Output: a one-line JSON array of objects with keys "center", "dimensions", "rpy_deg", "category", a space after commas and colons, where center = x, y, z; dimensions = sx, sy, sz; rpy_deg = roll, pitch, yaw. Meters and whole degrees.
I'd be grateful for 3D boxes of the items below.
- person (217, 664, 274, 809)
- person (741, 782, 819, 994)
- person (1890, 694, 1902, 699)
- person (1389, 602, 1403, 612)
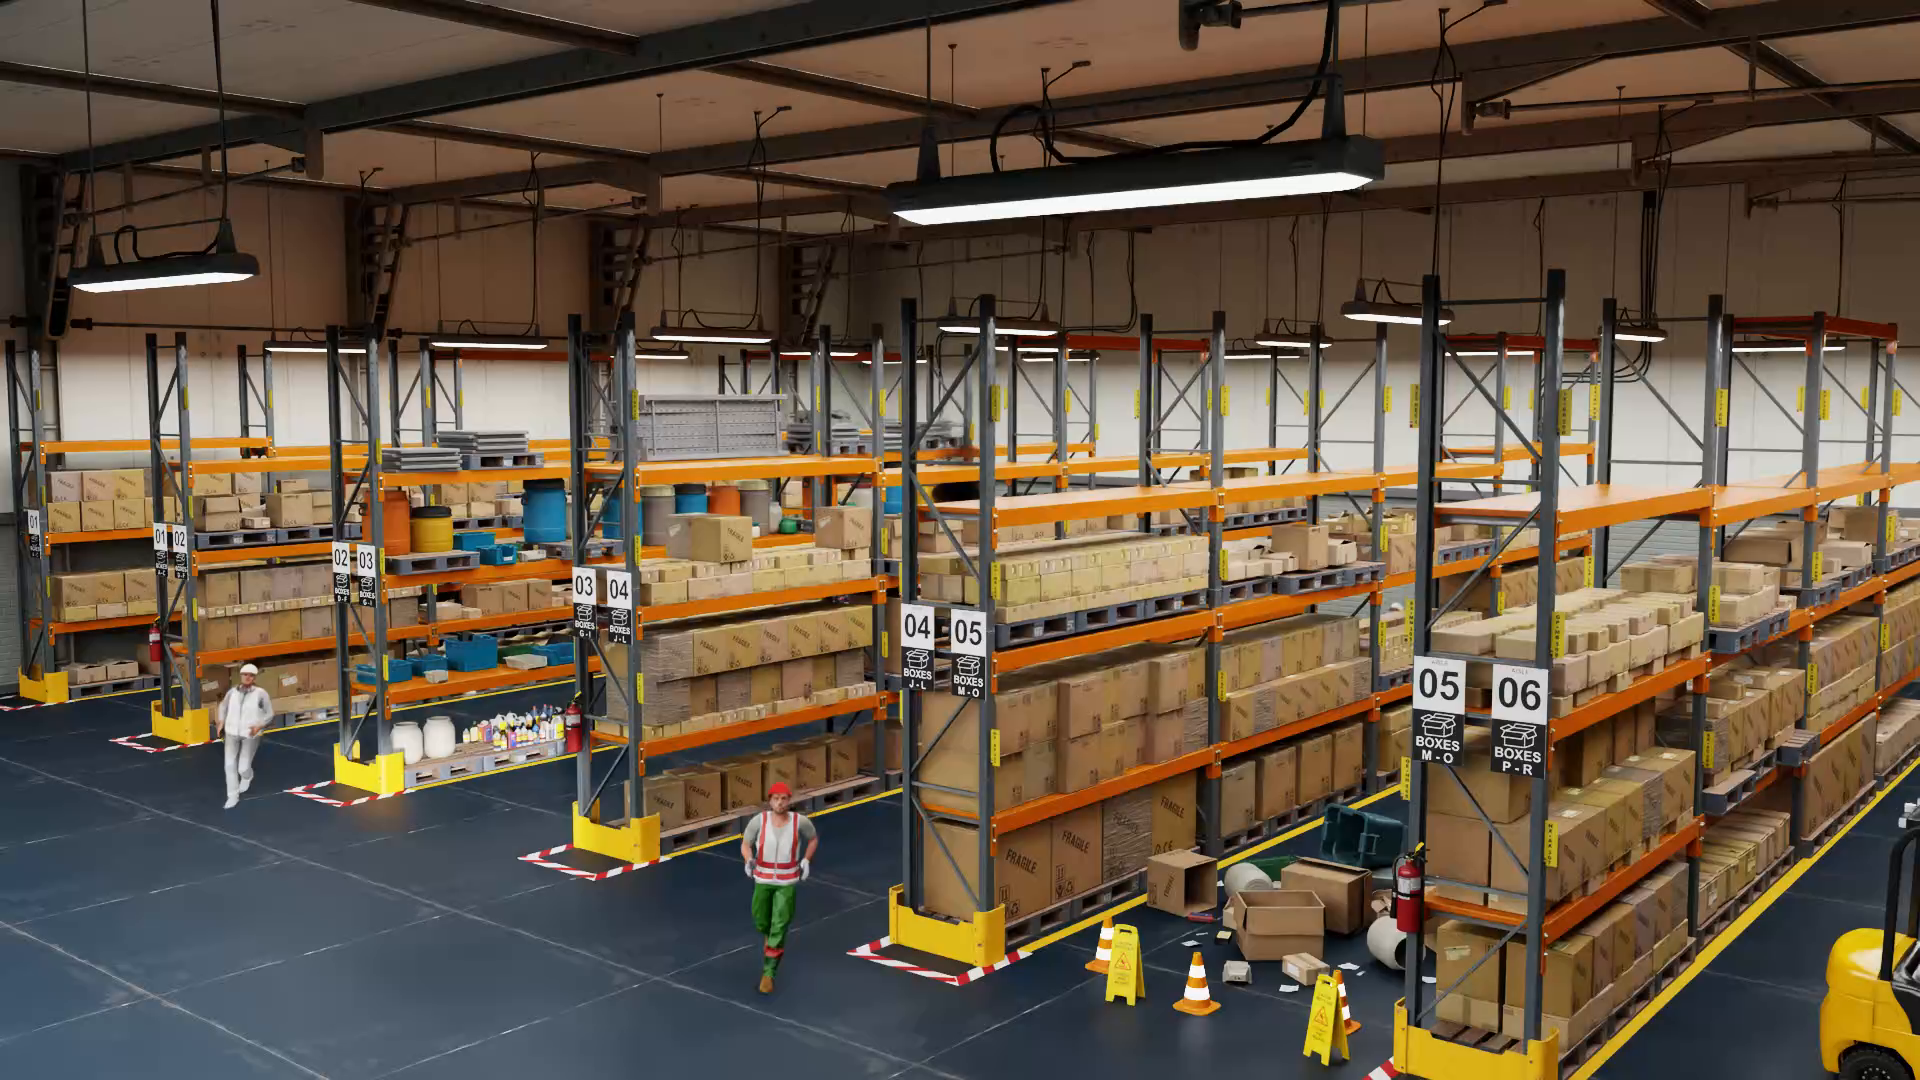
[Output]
[{"center": [-8.984, 2.435, 20.878], "dimensions": [0.700, 1.748, 0.701], "rpy_deg": [0, 5, -5], "category": "person"}, {"center": [-1.585, 2.989, 14.591], "dimensions": [0.667, 1.776, 0.872], "rpy_deg": [0, 5, 0], "category": "person"}, {"center": [14.377, 1.937, 25.950], "dimensions": [0.755, 1.628, 0.636], "rpy_deg": [-3, 6, -27], "category": "person"}, {"center": [7.034, 1.879, 26.960], "dimensions": [0.654, 1.739, 0.590], "rpy_deg": [4, 6, 36], "category": "person"}]
